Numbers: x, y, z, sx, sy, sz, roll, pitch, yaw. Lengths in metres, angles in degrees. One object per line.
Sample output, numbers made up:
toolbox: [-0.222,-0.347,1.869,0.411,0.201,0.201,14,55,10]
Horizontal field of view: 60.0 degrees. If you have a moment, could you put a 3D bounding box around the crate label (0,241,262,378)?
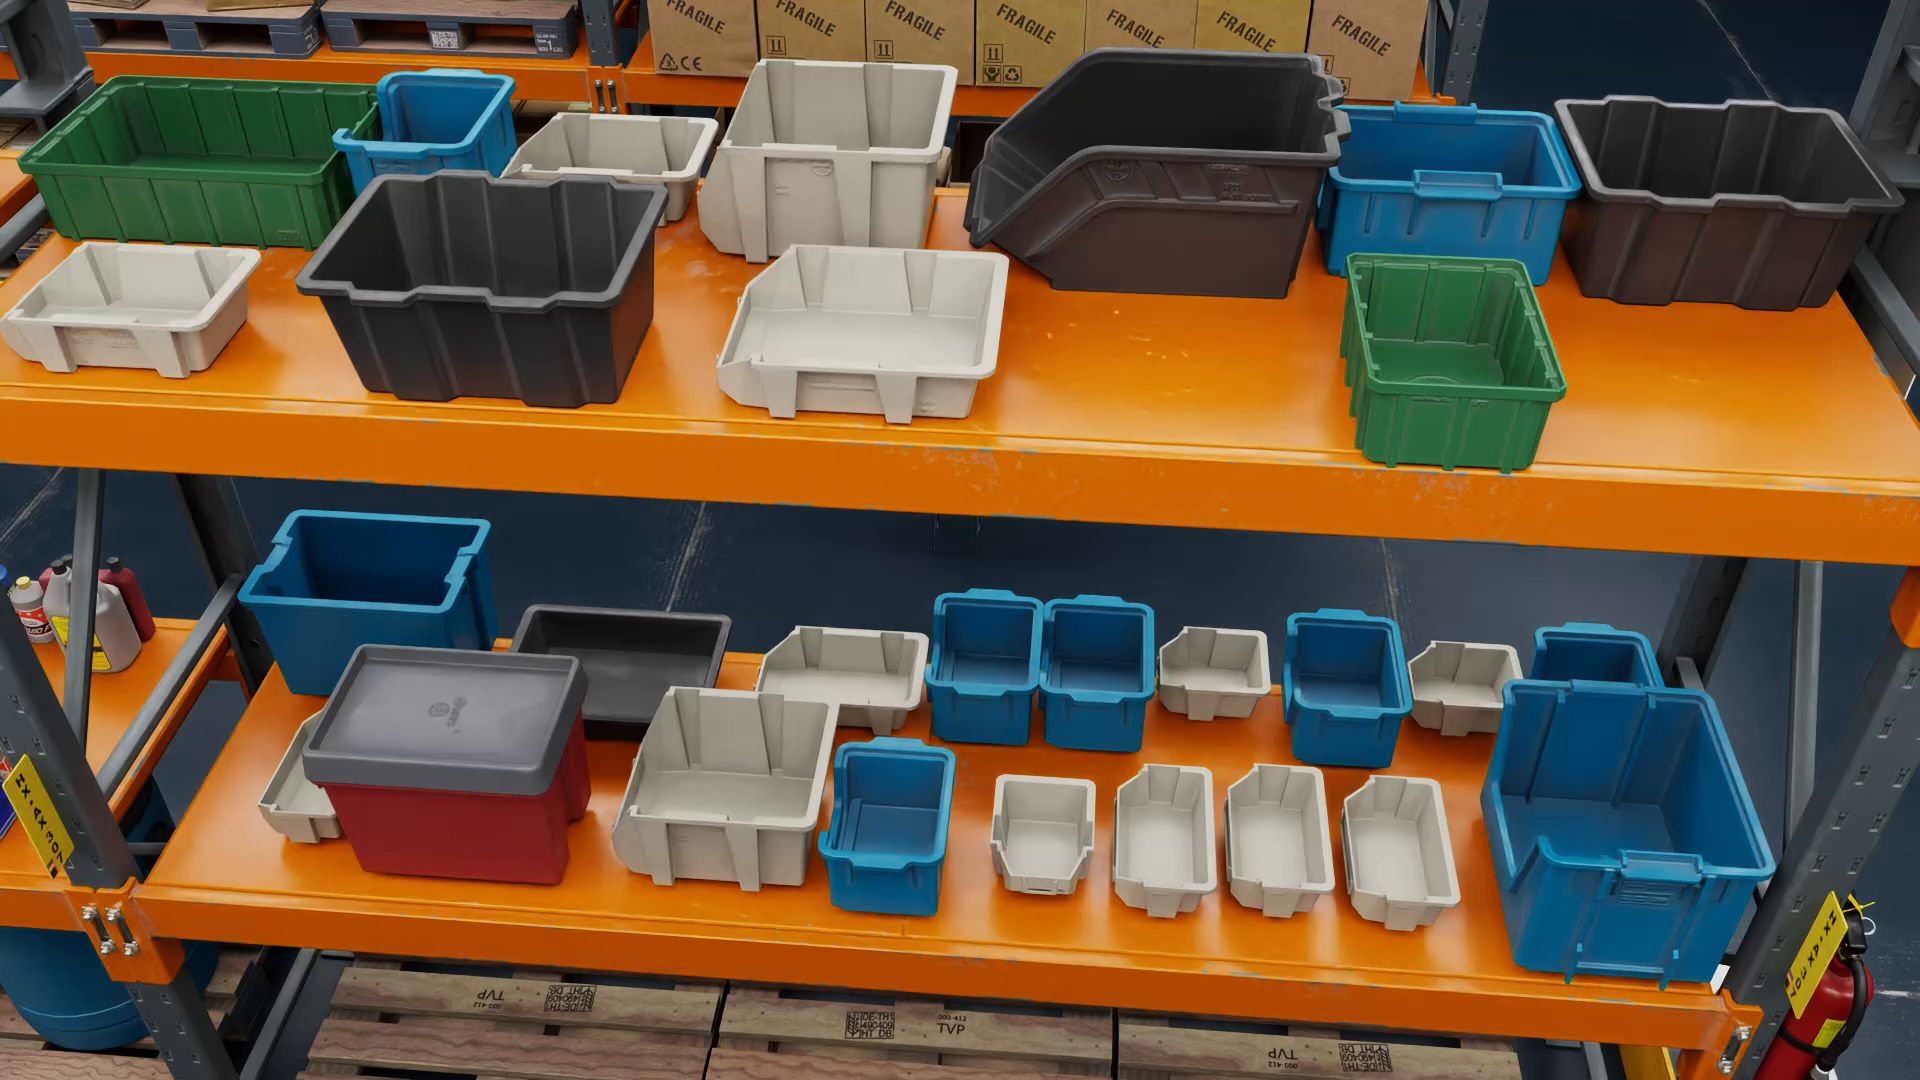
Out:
crate label: [-1.626,-0.446,3.255,0.466,0.136,0.293,3,39,4]

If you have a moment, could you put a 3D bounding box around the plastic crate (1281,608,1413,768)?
plastic crate: [1.023,0.410,4.455,0.300,0.233,0.416,3,39,4]

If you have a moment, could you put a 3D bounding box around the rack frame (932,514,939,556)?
rack frame: [-0.106,-0.471,6.878,0.006,1.200,0.240,3,39,4]

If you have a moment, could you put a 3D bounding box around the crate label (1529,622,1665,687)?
crate label: [1.679,0.446,4.411,0.303,0.233,0.416,3,39,4]

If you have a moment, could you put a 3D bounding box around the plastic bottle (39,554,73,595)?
plastic bottle: [-2.550,0.156,4.774,0.133,0.283,0.061,3,39,4]

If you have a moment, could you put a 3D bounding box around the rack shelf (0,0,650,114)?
rack shelf: [-3.650,-2.538,8.562,4.000,0.370,1.077,3,39,4]

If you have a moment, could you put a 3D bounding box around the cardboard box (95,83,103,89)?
cardboard box: [-4.634,-2.515,9.001,0.500,0.250,0.500,5,39,6]

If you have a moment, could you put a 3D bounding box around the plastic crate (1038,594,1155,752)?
plastic crate: [0.367,0.374,4.500,0.300,0.233,0.416,3,39,4]

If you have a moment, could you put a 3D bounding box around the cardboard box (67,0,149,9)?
cardboard box: [-4.111,-2.995,8.141,0.500,0.500,0.700,10,40,12]

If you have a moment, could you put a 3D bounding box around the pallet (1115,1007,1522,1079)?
pallet: [1.078,1.637,5.072,1.213,0.211,1.003,3,39,4]

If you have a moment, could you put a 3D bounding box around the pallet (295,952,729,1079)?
pallet: [-1.353,1.504,5.235,1.213,0.211,1.003,3,39,4]

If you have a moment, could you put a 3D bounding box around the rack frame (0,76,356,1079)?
rack frame: [-2.089,0.407,4.374,0.127,3.000,1.000,3,39,4]

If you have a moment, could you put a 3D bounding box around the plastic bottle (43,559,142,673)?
plastic bottle: [-2.452,0.201,4.667,0.185,0.351,0.144,3,39,4]

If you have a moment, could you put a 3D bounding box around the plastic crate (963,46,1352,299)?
plastic crate: [0.398,-0.771,3.494,0.767,0.338,0.504,3,39,4]

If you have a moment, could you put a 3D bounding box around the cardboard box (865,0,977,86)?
cardboard box: [-0.165,-2.494,7.858,0.500,0.500,0.500,3,39,4]

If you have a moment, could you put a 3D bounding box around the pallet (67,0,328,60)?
pallet: [-3.705,-2.749,8.403,1.213,0.211,1.003,3,39,4]

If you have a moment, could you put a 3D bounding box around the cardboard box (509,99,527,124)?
cardboard box: [-2.651,-2.111,9.099,0.500,0.500,0.500,4,39,4]

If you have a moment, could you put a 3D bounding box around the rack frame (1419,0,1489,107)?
rack frame: [2.328,-2.491,7.934,0.127,3.000,1.000,3,39,4]

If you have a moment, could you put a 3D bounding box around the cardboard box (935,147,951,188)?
cardboard box: [-0.318,-1.943,9.042,0.500,0.311,0.500,3,39,4]

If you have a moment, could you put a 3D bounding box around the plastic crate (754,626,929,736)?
plastic crate: [-0.328,0.391,4.554,0.466,0.136,0.293,3,39,4]

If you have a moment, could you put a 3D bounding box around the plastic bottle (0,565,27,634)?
plastic bottle: [-2.764,0.161,4.778,0.097,0.271,0.097,0,39,0]

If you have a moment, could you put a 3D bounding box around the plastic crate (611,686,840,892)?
plastic crate: [-0.583,0.628,4.148,0.530,0.282,0.437,3,39,4]

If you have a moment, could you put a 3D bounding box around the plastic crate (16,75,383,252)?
plastic crate: [-1.640,-0.842,3.699,0.662,0.188,0.450,3,39,4]

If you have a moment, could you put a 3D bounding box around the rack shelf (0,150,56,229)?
rack shelf: [-4.081,-0.587,3.788,4.000,0.370,1.077,3,39,4]

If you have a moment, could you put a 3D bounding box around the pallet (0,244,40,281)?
pallet: [-4.902,-1.780,9.270,1.213,0.211,1.003,3,39,4]

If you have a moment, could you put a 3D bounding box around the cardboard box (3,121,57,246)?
cardboard box: [-4.692,-1.898,8.837,0.500,0.500,0.500,2,39,2]

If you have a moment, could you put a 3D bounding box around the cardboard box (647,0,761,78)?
cardboard box: [-1.173,-2.548,7.925,0.500,0.500,0.500,4,39,5]

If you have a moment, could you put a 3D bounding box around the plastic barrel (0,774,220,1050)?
plastic barrel: [-2.629,1.017,4.954,0.708,0.901,0.600,3,39,4]

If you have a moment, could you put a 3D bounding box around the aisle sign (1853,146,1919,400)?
aisle sign: [1.994,-0.567,3.511,0.004,0.787,0.394,3,39,4]

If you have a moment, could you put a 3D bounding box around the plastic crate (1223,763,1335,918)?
plastic crate: [0.781,0.748,4.116,0.243,0.136,0.396,3,39,4]

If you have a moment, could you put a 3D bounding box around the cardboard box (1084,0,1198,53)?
cardboard box: [0.844,-2.439,7.791,0.500,0.500,0.500,3,39,4]

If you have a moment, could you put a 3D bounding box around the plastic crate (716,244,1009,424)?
plastic crate: [-0.184,-0.393,3.190,0.530,0.136,0.437,3,39,4]

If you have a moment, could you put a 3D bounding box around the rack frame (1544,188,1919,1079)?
rack frame: [1.896,0.624,4.107,0.127,3.000,1.000,3,39,4]

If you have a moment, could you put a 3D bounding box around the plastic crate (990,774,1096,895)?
plastic crate: [0.205,0.744,4.121,0.250,0.136,0.298,3,39,4]

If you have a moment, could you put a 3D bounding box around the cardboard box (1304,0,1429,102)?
cardboard box: [1.858,-2.383,7.722,0.500,0.500,0.500,4,39,5]

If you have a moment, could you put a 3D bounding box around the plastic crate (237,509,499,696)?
plastic crate: [-1.594,0.200,4.593,0.575,0.384,0.392,3,39,4]

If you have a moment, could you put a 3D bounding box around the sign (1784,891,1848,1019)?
sign: [1.865,0.908,3.629,0.005,0.325,0.100,3,39,4]

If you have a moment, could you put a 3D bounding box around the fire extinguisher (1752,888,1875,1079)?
fire extinguisher: [2.008,1.093,3.888,0.183,0.674,0.296,3,39,4]

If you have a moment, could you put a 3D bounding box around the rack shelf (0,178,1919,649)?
rack shelf: [-0.096,-0.369,3.521,4.000,0.370,1.077,3,39,4]

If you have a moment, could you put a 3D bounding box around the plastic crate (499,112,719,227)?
plastic crate: [-0.789,-0.825,3.720,0.466,0.136,0.293,3,39,4]

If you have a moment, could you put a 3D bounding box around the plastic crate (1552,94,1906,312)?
plastic crate: [1.537,-0.684,3.442,0.590,0.269,0.497,3,39,4]

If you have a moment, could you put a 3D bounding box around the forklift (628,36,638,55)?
forklift: [-1.577,-4.468,10.417,1.130,2.935,3.031,-30,48,-32]

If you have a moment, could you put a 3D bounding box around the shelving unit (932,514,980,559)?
shelving unit: [-0.014,-0.466,6.872,0.189,1.200,0.258,3,39,4]
